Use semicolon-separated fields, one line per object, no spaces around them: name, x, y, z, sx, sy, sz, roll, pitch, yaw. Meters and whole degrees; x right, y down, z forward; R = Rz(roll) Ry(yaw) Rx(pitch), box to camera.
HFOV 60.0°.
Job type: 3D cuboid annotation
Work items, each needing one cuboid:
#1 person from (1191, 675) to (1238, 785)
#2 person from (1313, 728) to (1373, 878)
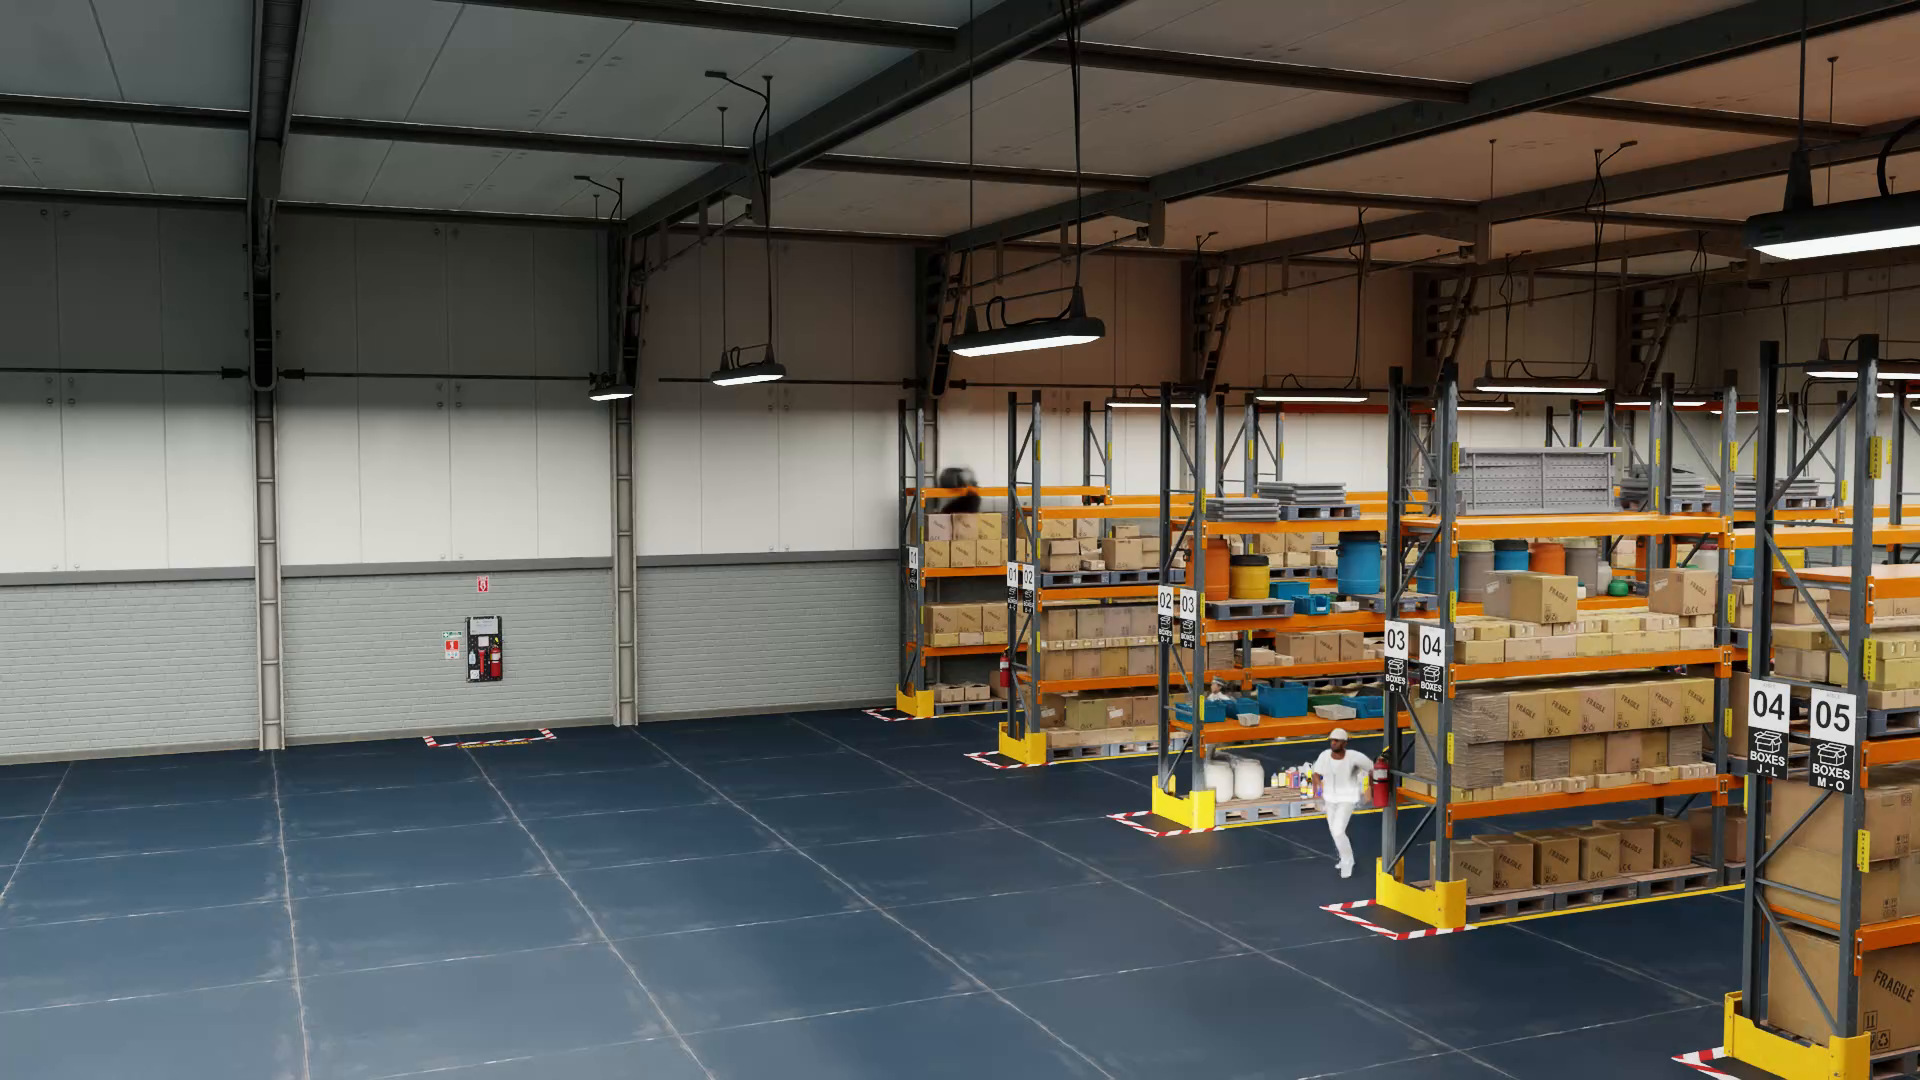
person;3.877;2.867;25.090;0.862;1.661;0.632;-1;4;-23
person;4.534;3.148;19.816;0.715;1.819;0.728;3;5;43
